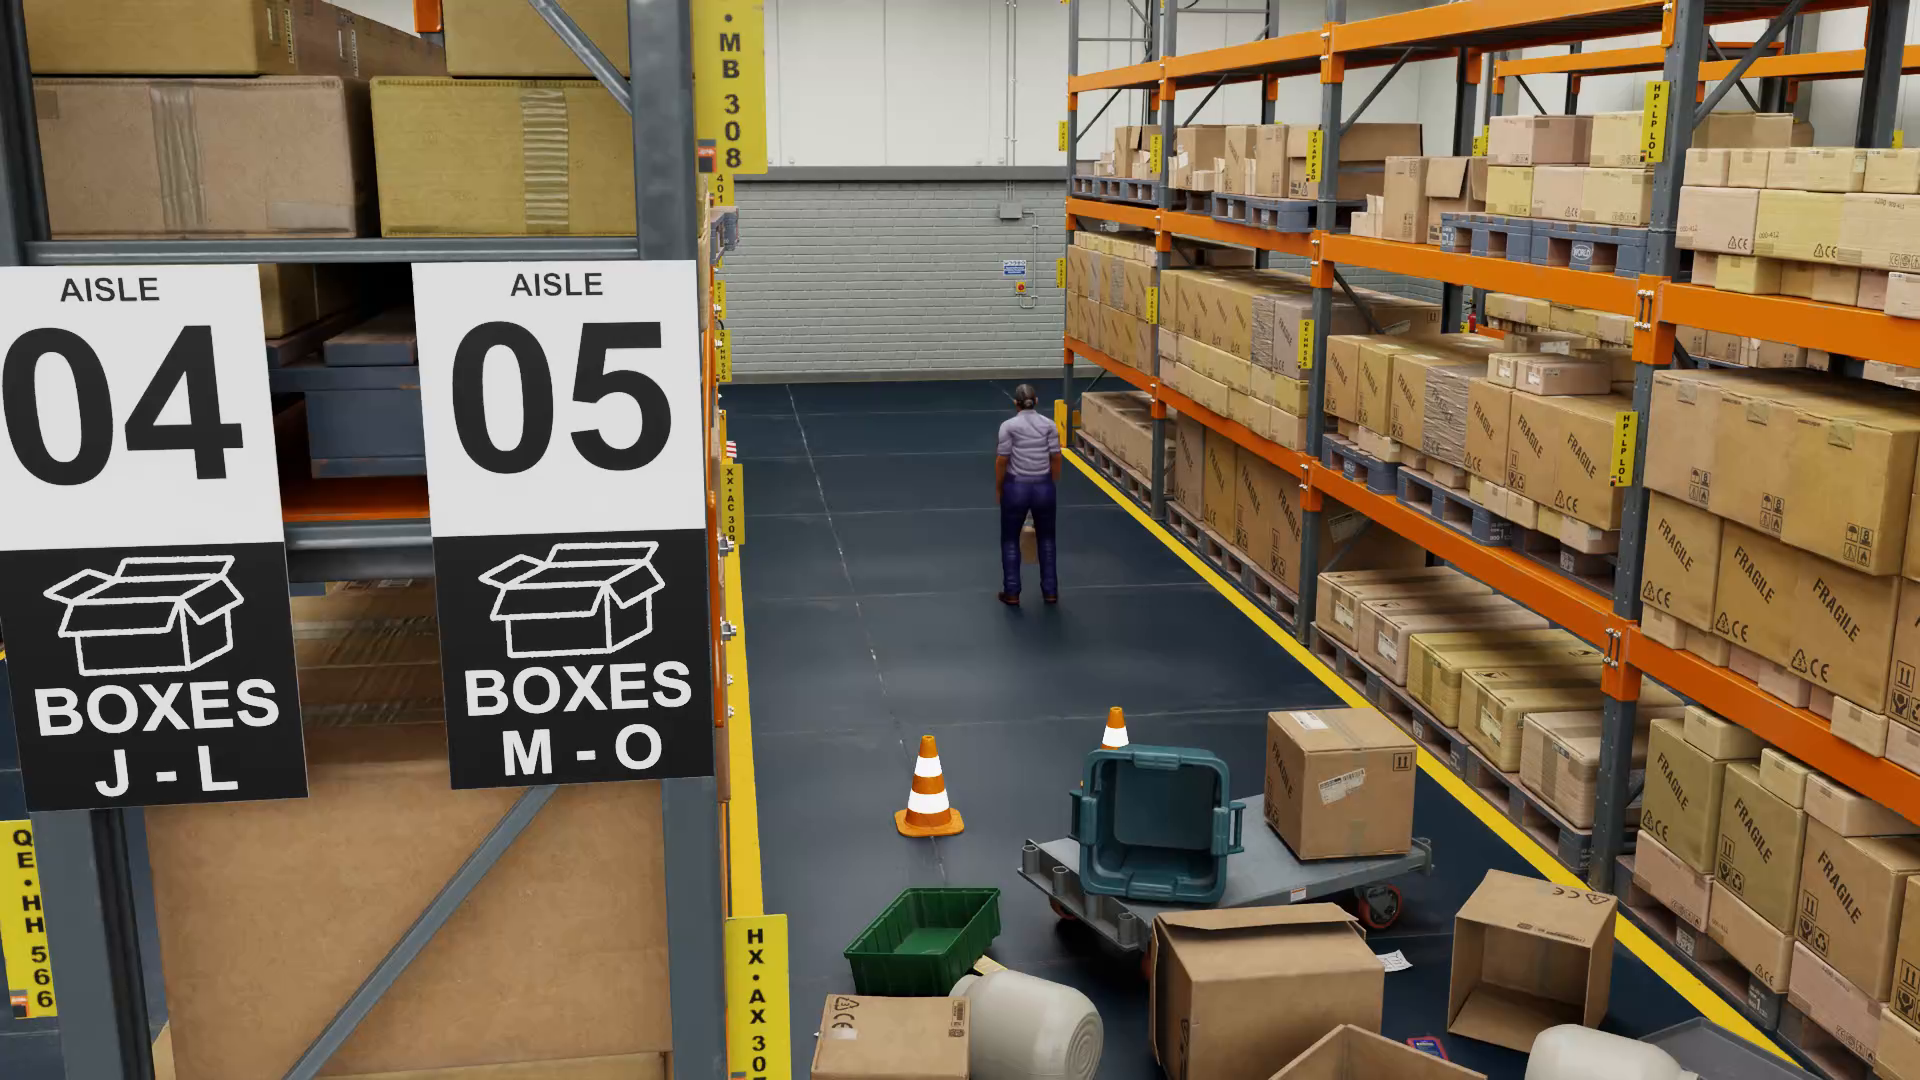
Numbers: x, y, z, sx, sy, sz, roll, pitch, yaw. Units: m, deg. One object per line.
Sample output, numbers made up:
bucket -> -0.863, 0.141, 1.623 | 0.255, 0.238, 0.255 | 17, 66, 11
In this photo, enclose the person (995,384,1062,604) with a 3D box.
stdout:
person -> 0.514, -0.341, 12.445 | 0.530, 1.654, 0.372 | -2, 13, -10
